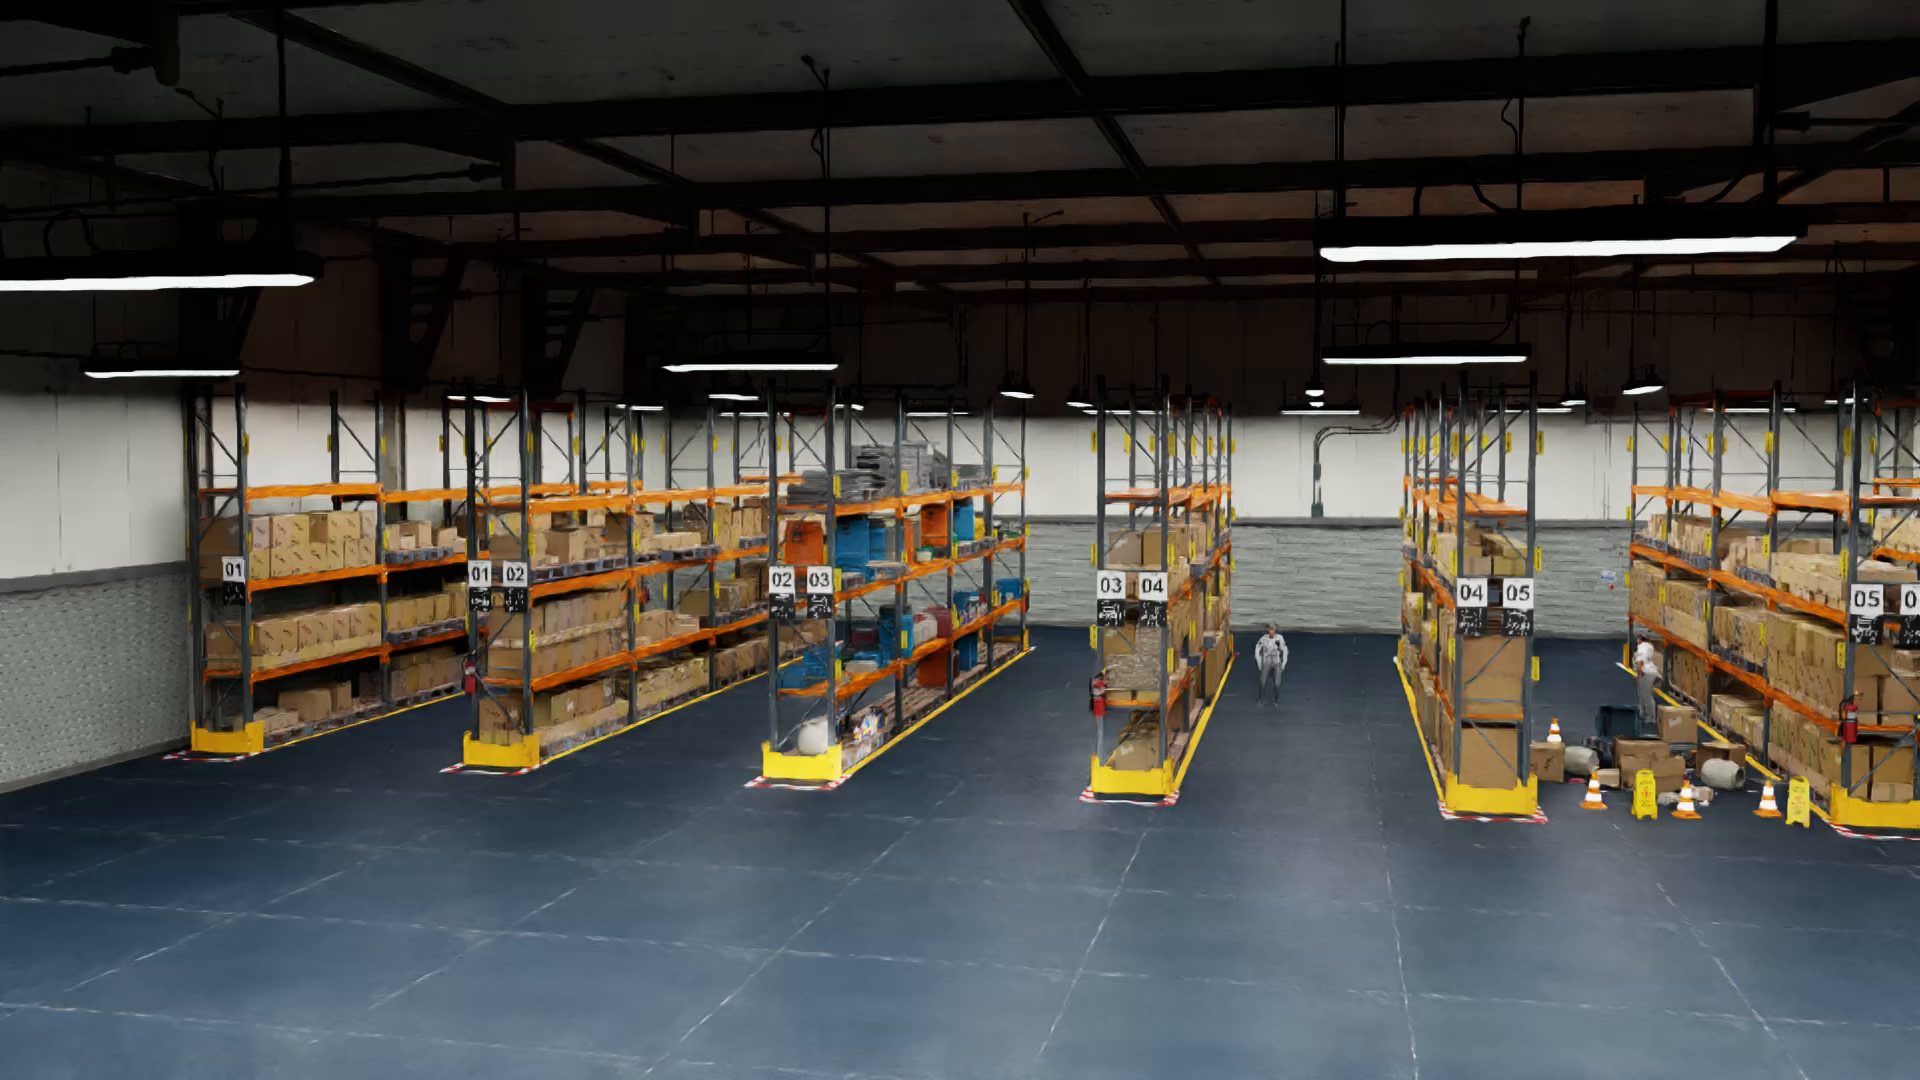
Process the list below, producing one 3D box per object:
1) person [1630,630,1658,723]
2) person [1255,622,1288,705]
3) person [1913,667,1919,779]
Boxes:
[{"bbox_3d":[12.329,2.445,30.030,0.560,1.655,0.612,2,4,35],"label":"person"},{"bbox_3d":[5.975,2.369,31.918,0.639,1.632,0.506,1,3,11],"label":"person"},{"bbox_3d":[14.418,2.682,24.868,0.497,1.765,0.625,3,5,43],"label":"person"}]
